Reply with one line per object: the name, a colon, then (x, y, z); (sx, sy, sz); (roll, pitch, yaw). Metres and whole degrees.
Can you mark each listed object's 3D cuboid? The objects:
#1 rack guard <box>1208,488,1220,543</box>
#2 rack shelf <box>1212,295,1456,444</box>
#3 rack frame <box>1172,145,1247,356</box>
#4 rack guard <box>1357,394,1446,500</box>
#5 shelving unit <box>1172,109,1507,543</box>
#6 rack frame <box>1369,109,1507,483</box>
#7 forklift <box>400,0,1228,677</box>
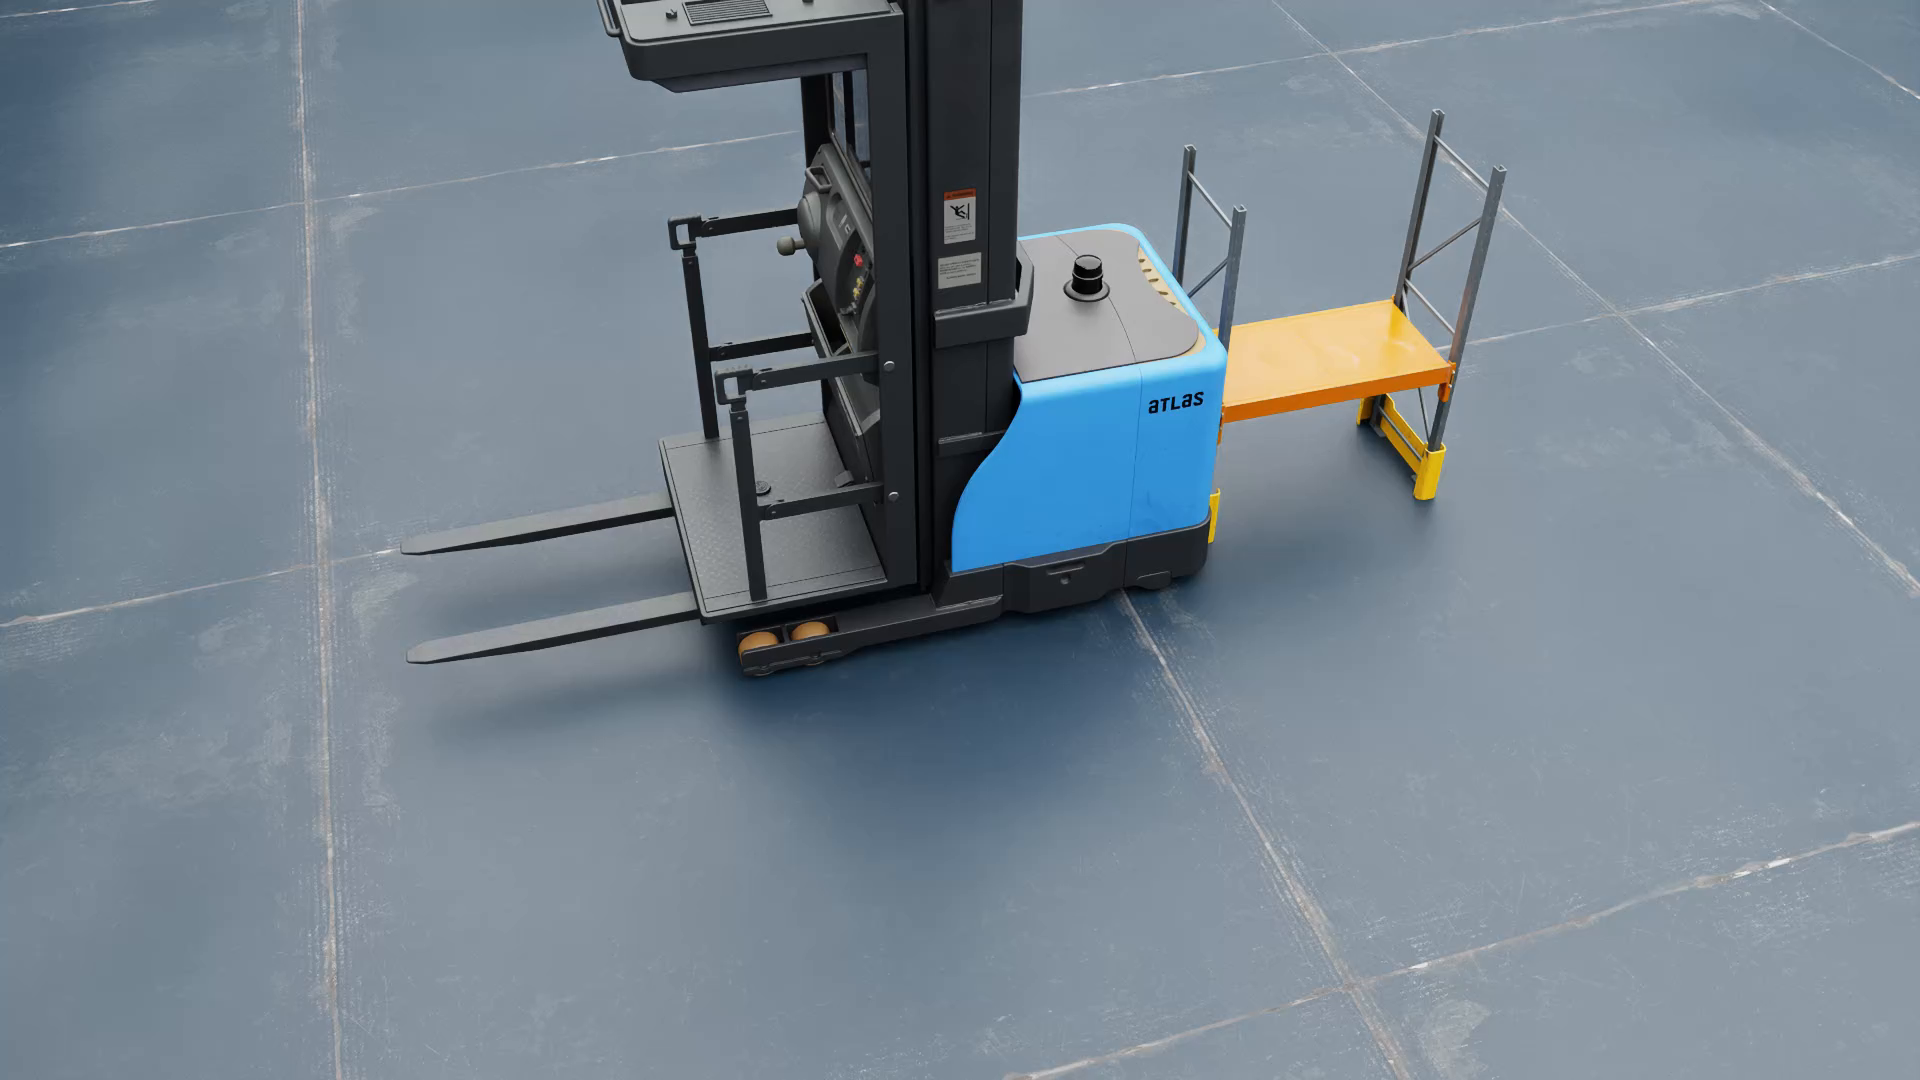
rack guard: (0.914, -0.265, 6.863); (0.087, 0.250, 0.587); (-11, 42, -12)
rack shelf: (1.401, -0.694, 6.678); (1.000, 0.185, 0.538); (-11, 42, -12)
rack frame: (0.913, -0.736, 6.452); (0.032, 1.500, 0.500); (-11, 42, -12)
rack guard: (1.870, -0.449, 7.074); (0.087, 0.250, 0.587); (-11, 42, -12)
shelving unit: (1.392, -0.828, 6.558); (1.083, 1.500, 0.587); (-11, 42, -12)
rack frame: (1.888, -0.923, 6.667); (0.032, 1.500, 0.500); (-11, 42, -12)
forklift: (-0.606, -0.988, 5.654); (3.031, 2.935, 1.130); (-11, 42, -12)
